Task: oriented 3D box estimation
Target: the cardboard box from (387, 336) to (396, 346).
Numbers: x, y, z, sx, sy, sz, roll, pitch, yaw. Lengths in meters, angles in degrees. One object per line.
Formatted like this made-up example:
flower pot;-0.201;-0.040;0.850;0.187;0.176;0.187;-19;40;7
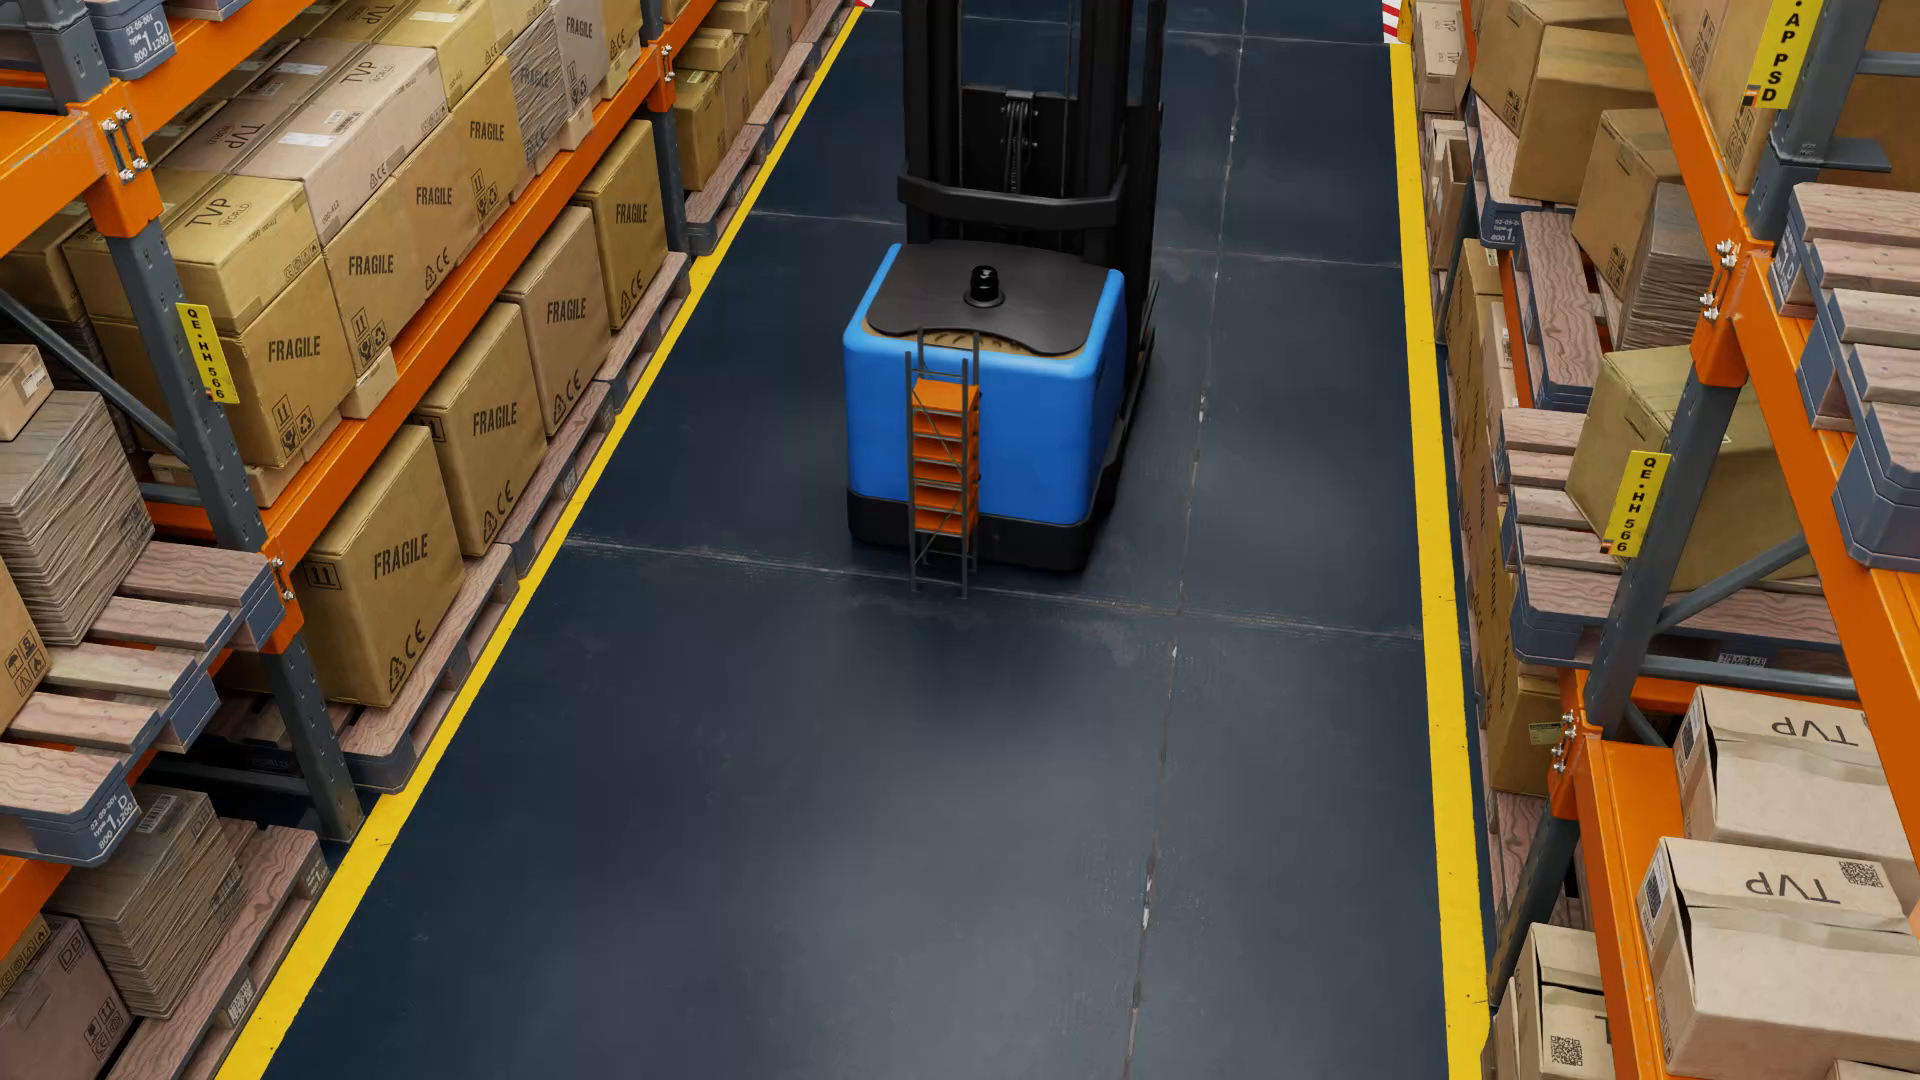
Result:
cardboard box;-2.267;-0.739;5.971;0.380;0.149;0.250;6;40;7

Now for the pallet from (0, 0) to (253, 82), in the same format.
pallet;-2.596;-1.654;4.691;1.213;0.211;1.003;8;40;10

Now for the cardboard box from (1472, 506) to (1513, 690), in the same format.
cardboard box;2.244;0.239;6.223;0.500;0.500;0.500;5;40;6

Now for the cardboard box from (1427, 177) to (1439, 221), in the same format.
cardboard box;2.741;-1.829;9.000;0.380;0.149;0.250;6;40;8

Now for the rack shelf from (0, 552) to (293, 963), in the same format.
rack shelf;-3.002;1.372;3.801;1.077;0.370;4.000;6;40;8

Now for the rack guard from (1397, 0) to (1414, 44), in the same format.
rack guard;3.595;-3.626;11.244;1.175;0.500;0.348;6;40;8

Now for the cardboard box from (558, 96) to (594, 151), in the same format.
cardboard box;-1.841;-1.848;7.312;0.380;0.149;0.250;6;40;8

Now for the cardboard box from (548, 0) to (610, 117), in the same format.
cardboard box;-1.874;-2.193;7.221;0.500;0.500;0.500;7;40;8

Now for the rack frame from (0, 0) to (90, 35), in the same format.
rack frame;-2.656;-2.473;3.179;1.000;3.000;0.127;6;40;8

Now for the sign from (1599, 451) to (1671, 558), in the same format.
sign;1.688;-0.086;4.154;0.100;0.325;0.005;6;40;8

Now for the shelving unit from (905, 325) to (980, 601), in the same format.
shelving unit;-0.067;-0.284;6.652;0.258;1.200;0.189;9;40;10

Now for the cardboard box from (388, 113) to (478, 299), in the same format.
cardboard box;-2.133;-1.237;6.065;0.500;0.500;0.500;6;40;7

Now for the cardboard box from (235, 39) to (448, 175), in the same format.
cardboard box;-2.148;-1.519;5.817;0.500;0.250;0.500;7;40;8

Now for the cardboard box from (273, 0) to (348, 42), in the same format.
cardboard box;-2.560;-1.890;6.265;0.500;0.250;0.500;6;40;7

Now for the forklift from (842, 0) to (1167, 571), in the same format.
forklift;0.355;-1.945;7.302;1.130;2.935;3.031;9;40;10

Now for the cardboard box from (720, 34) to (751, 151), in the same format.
cardboard box;-1.643;-2.642;9.724;0.700;0.500;0.500;6;40;7

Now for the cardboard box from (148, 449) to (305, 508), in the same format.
cardboard box;-2.371;-0.253;5.383;0.380;0.149;0.250;6;40;7

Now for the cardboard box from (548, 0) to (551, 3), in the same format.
cardboard box;-1.890;-2.480;6.979;0.500;0.250;0.500;7;40;9

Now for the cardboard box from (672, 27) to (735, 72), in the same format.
cardboard box;-1.494;-2.772;9.372;0.380;0.149;0.250;8;40;9

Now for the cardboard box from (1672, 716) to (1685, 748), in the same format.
cardboard box;2.584;0.923;5.396;0.500;0.500;0.500;8;40;10

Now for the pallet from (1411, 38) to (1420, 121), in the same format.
pallet;3.458;-3.015;10.731;1.003;0.211;1.213;6;40;8

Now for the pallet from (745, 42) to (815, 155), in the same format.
pallet;-1.546;-2.833;10.511;1.003;0.211;1.213;6;40;8

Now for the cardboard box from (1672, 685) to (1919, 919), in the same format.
cardboard box;2.118;0.641;4.191;0.500;0.311;0.500;9;40;10

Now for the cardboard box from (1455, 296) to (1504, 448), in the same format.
cardboard box;2.511;-0.721;7.384;0.500;0.500;0.500;7;40;8

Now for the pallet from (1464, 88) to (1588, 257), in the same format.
pallet;2.670;-1.564;6.938;1.003;0.211;1.213;6;40;8

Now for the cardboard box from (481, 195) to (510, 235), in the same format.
cardboard box;-2.063;-1.381;6.747;0.380;0.149;0.250;8;40;9

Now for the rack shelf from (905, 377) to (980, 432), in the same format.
rack shelf;-0.067;-0.527;6.451;0.258;0.103;0.180;9;40;10

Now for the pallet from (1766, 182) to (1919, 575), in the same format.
pallet;2.195;-0.264;3.010;1.213;0.211;1.003;8;40;10

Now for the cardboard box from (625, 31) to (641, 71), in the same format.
cardboard box;-1.743;-2.339;7.906;0.380;0.149;0.250;7;40;8

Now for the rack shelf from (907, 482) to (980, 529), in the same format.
rack shelf;-0.067;-0.157;6.757;0.258;0.103;0.180;9;40;10

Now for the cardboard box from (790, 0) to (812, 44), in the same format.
cardboard box;-1.380;-3.616;10.901;0.700;0.500;0.500;6;40;8

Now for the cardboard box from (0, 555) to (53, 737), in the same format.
cardboard box;-2.797;0.281;4.132;0.700;0.500;0.500;3;40;3

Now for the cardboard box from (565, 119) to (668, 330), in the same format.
cardboard box;-1.948;-1.582;8.167;0.750;0.750;0.750;7;40;8

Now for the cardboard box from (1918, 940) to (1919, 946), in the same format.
cardboard box;2.340;1.075;3.793;0.380;0.149;0.250;6;40;8

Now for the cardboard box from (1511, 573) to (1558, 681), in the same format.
cardboard box;2.160;0.239;5.634;0.500;0.250;0.500;8;40;9

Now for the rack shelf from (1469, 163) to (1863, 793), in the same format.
rack shelf;2.570;-0.595;6.180;1.077;0.370;4.000;6;40;8

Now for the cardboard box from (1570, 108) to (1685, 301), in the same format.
cardboard box;2.671;-1.212;5.954;0.700;0.500;0.500;-3;40;-4

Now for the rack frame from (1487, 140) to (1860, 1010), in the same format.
rack frame;2.224;0.383;4.433;1.000;3.000;0.127;6;40;8

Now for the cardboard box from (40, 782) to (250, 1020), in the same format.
cardboard box;-2.729;1.091;5.193;0.700;0.500;0.500;7;40;8

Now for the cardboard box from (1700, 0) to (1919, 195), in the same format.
cardboard box;2.266;-1.089;3.781;0.910;0.500;0.500;6;40;8

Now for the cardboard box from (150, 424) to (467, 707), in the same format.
cardboard box;-2.399;0.059;6.182;0.750;0.750;0.750;6;40;7

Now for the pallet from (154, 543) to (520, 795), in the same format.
pallet;-2.445;0.427;6.567;1.003;0.211;1.213;6;40;8

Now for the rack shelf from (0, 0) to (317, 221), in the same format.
rack shelf;-2.310;-2.295;5.882;1.077;0.370;4.000;6;40;8

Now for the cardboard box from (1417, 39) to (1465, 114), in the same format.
cardboard box;3.062;-2.810;10.107;0.500;0.250;0.500;6;40;8

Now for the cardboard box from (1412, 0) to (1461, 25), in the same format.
cardboard box;3.197;-3.483;11.001;0.380;0.149;0.250;6;40;8

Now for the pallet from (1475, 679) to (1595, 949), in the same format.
pallet;2.390;0.993;5.883;1.003;0.211;1.213;6;40;8
